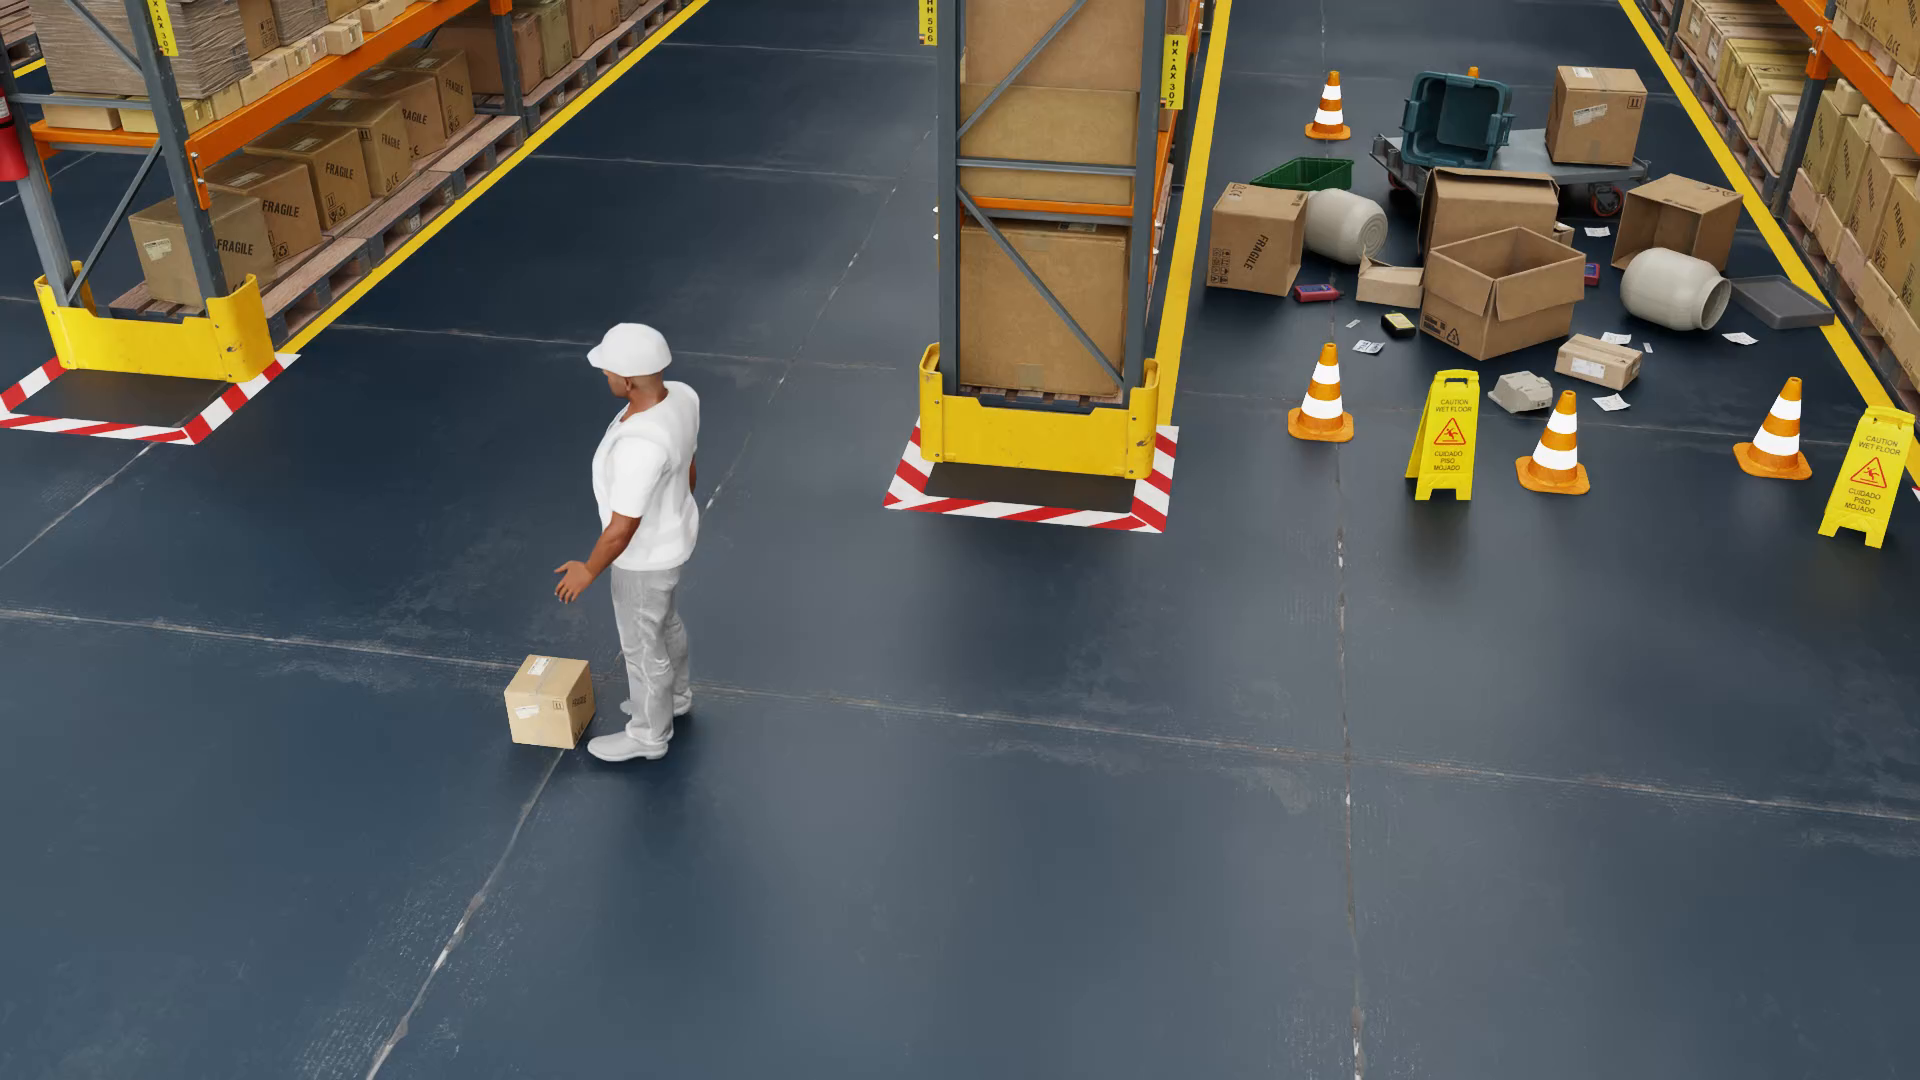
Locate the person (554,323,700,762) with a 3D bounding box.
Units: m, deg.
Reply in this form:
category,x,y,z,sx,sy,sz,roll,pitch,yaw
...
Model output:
category,x,y,z,sx,sy,sz,roll,pitch,yaw
person,-1.180,0.039,6.053,0.491,1.808,0.590,2,32,3
